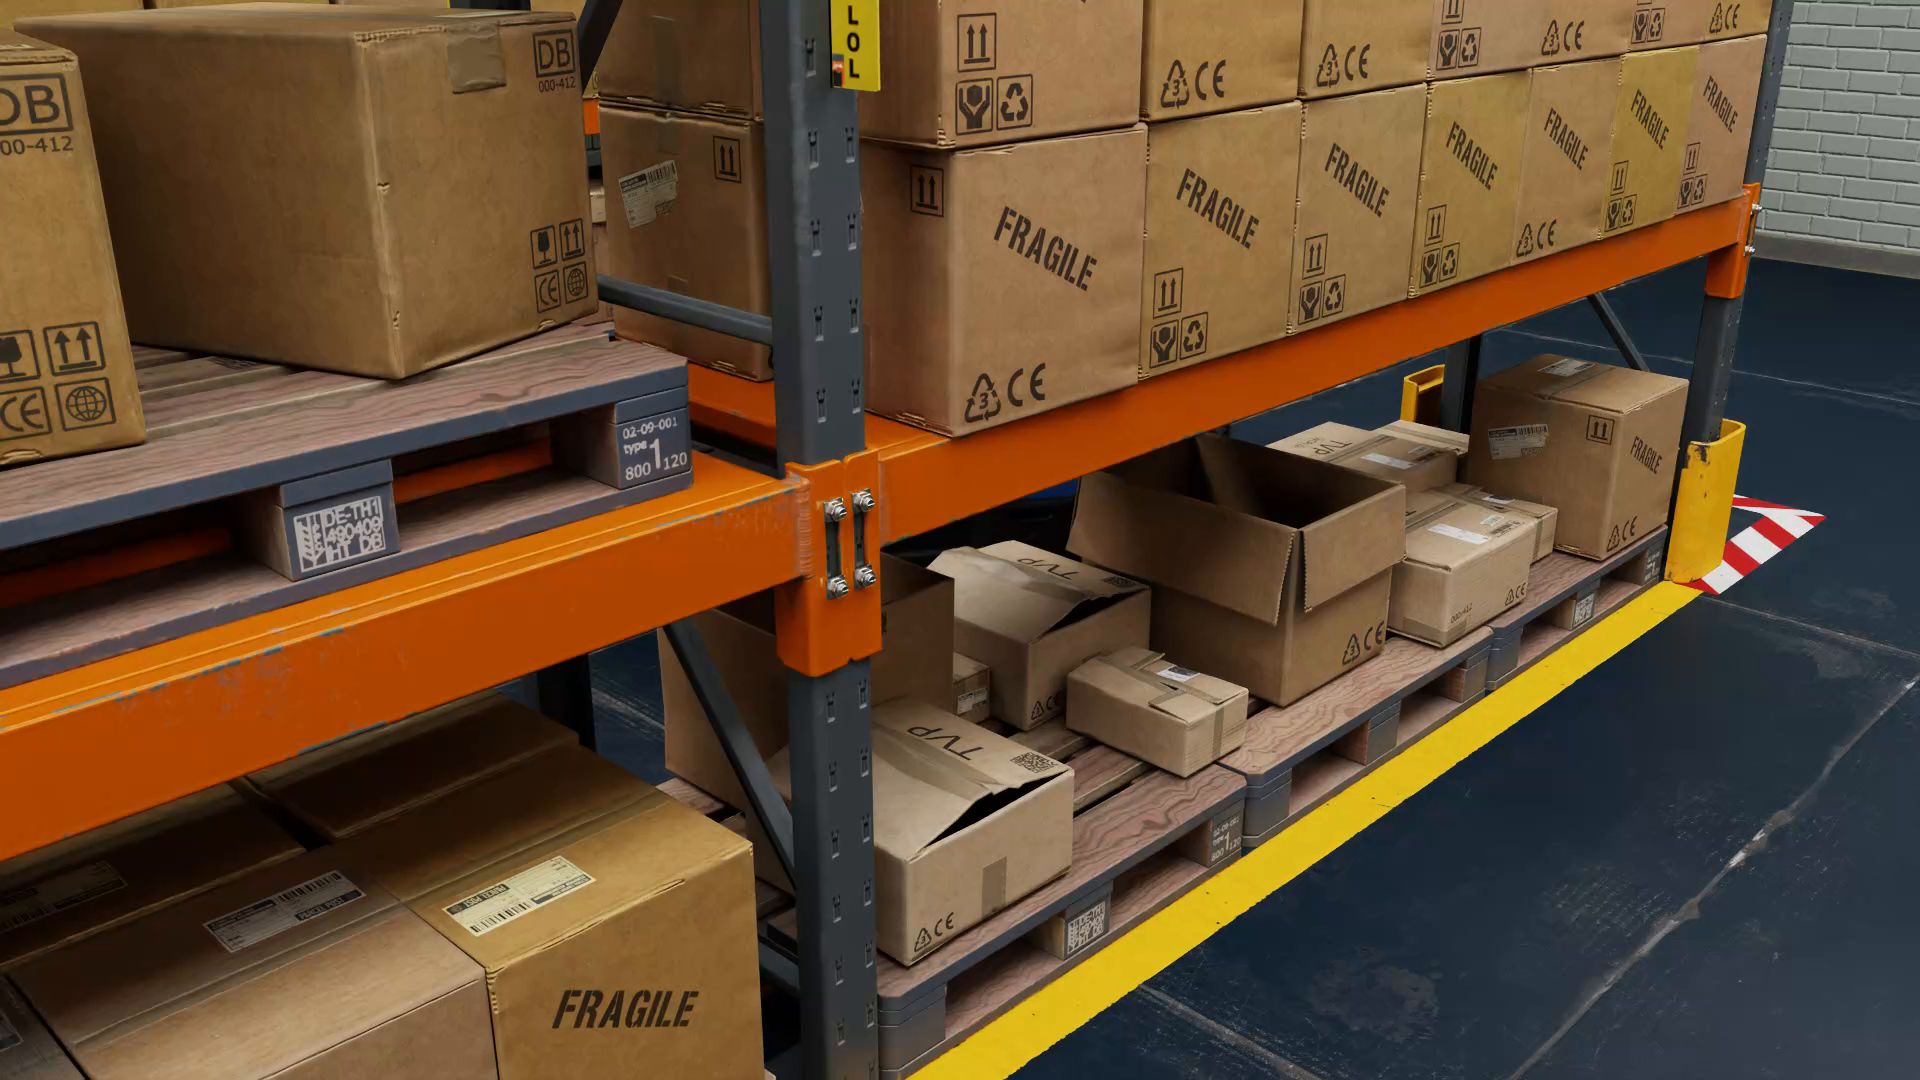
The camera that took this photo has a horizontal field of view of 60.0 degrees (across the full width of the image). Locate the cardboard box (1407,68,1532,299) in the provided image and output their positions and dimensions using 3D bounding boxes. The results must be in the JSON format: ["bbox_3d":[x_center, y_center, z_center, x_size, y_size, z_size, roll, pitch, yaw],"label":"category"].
[{"bbox_3d":[1.055,-0.925,4.161,0.500,0.500,0.500,19,28,40],"label":"cardboard box"}]

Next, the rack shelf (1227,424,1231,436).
[{"bbox_3d":[0.849,-0.448,6.078,0.200,0.077,0.258,-5,22,-12],"label":"rack shelf"}]

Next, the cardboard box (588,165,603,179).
[{"bbox_3d":[-1.789,-1.900,8.832,0.380,0.149,0.250,20,28,41],"label":"cardboard box"}]

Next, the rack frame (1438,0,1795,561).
[{"bbox_3d":[2.235,-1.452,5.672,1.000,3.000,0.127,19,28,41],"label":"rack frame"}]

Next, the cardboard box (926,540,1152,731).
[{"bbox_3d":[0.162,0.216,4.467,0.500,0.311,0.500,19,28,41],"label":"cardboard box"}]

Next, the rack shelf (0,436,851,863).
[{"bbox_3d":[-1.950,0.426,1.788,1.077,0.370,4.000,19,28,41],"label":"rack shelf"}]

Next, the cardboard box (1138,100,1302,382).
[{"bbox_3d":[0.350,-0.666,3.486,0.500,0.500,0.500,-20,28,-41],"label":"cardboard box"}]

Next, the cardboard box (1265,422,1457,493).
[{"bbox_3d":[1.304,-0.177,5.573,0.500,0.250,0.500,19,28,41],"label":"cardboard box"}]

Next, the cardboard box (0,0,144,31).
[{"bbox_3d":[-3.717,-1.938,6.518,0.700,0.700,0.980,-20,28,-41],"label":"cardboard box"}]

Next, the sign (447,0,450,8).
[{"bbox_3d":[-0.949,-0.962,3.189,0.100,0.325,0.005,19,28,41],"label":"sign"}]

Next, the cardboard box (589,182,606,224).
[{"bbox_3d":[-1.870,-1.673,8.242,0.250,0.149,0.380,-19,28,-41],"label":"cardboard box"}]

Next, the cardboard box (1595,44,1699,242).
[{"bbox_3d":[1.758,-1.181,4.828,0.500,0.500,0.500,20,28,41],"label":"cardboard box"}]

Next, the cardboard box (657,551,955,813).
[{"bbox_3d":[-0.361,0.320,3.932,0.500,0.500,0.500,19,28,41],"label":"cardboard box"}]

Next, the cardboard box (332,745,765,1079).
[{"bbox_3d":[-0.694,0.736,2.849,0.500,0.500,0.500,19,28,40],"label":"cardboard box"}]

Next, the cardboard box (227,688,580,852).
[{"bbox_3d":[-1.067,0.601,3.201,0.500,0.500,0.500,18,27,38],"label":"cardboard box"}]

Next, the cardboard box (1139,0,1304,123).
[{"bbox_3d":[0.335,-1.121,3.276,0.500,0.500,0.500,18,28,39],"label":"cardboard box"}]

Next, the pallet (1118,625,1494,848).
[{"bbox_3d":[0.776,0.386,4.775,1.003,0.211,1.213,19,28,41],"label":"pallet"}]

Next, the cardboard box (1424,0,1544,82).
[{"bbox_3d":[1.053,-1.386,3.966,0.500,0.500,0.500,-19,28,-40],"label":"cardboard box"}]

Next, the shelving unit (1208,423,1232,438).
[{"bbox_3d":[0.849,-0.479,6.066,0.210,0.900,0.258,-5,22,-12],"label":"shelving unit"}]

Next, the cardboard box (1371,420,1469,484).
[{"bbox_3d":[1.697,-0.305,6.048,0.380,0.149,0.250,19,28,41],"label":"cardboard box"}]

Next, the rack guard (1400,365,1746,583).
[{"bbox_3d":[2.182,-0.266,6.069,1.175,0.500,0.348,19,28,41],"label":"rack guard"}]

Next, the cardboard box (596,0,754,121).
[{"bbox_3d":[-0.388,-1.132,3.306,0.500,0.500,0.500,19,28,41],"label":"cardboard box"}]

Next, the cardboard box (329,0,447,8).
[{"bbox_3d":[-2.703,-2.314,7.496,0.980,0.700,0.700,18,27,38],"label":"cardboard box"}]

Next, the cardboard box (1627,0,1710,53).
[{"bbox_3d":[1.770,-1.652,4.659,0.500,0.500,0.500,-19,28,-41],"label":"cardboard box"}]

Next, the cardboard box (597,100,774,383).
[{"bbox_3d":[-0.390,-0.663,3.480,0.500,0.500,0.500,-20,28,-41],"label":"cardboard box"}]

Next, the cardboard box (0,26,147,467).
[{"bbox_3d":[-1.480,-0.408,2.231,0.500,0.500,0.700,-15,26,-34],"label":"cardboard box"}]

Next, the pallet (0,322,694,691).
[{"bbox_3d":[-1.191,-0.156,2.567,1.003,0.211,1.213,19,28,41],"label":"pallet"}]

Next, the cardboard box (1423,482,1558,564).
[{"bbox_3d":[1.685,-0.052,5.365,0.380,0.166,0.250,19,28,41],"label":"cardboard box"}]

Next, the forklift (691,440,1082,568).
[{"bbox_3d":[-0.749,-1.321,5.426,3.031,2.935,1.130,-5,22,-12],"label":"forklift"}]

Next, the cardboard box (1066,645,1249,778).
[{"bbox_3d":[0.489,0.415,4.151,0.380,0.166,0.250,19,28,41],"label":"cardboard box"}]

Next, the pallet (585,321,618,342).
[{"bbox_3d":[-1.818,-1.164,8.809,1.003,0.211,1.213,19,28,41],"label":"pallet"}]

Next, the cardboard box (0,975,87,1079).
[{"bbox_3d":[-1.395,0.990,2.189,0.500,0.500,0.500,20,29,41],"label":"cardboard box"}]
